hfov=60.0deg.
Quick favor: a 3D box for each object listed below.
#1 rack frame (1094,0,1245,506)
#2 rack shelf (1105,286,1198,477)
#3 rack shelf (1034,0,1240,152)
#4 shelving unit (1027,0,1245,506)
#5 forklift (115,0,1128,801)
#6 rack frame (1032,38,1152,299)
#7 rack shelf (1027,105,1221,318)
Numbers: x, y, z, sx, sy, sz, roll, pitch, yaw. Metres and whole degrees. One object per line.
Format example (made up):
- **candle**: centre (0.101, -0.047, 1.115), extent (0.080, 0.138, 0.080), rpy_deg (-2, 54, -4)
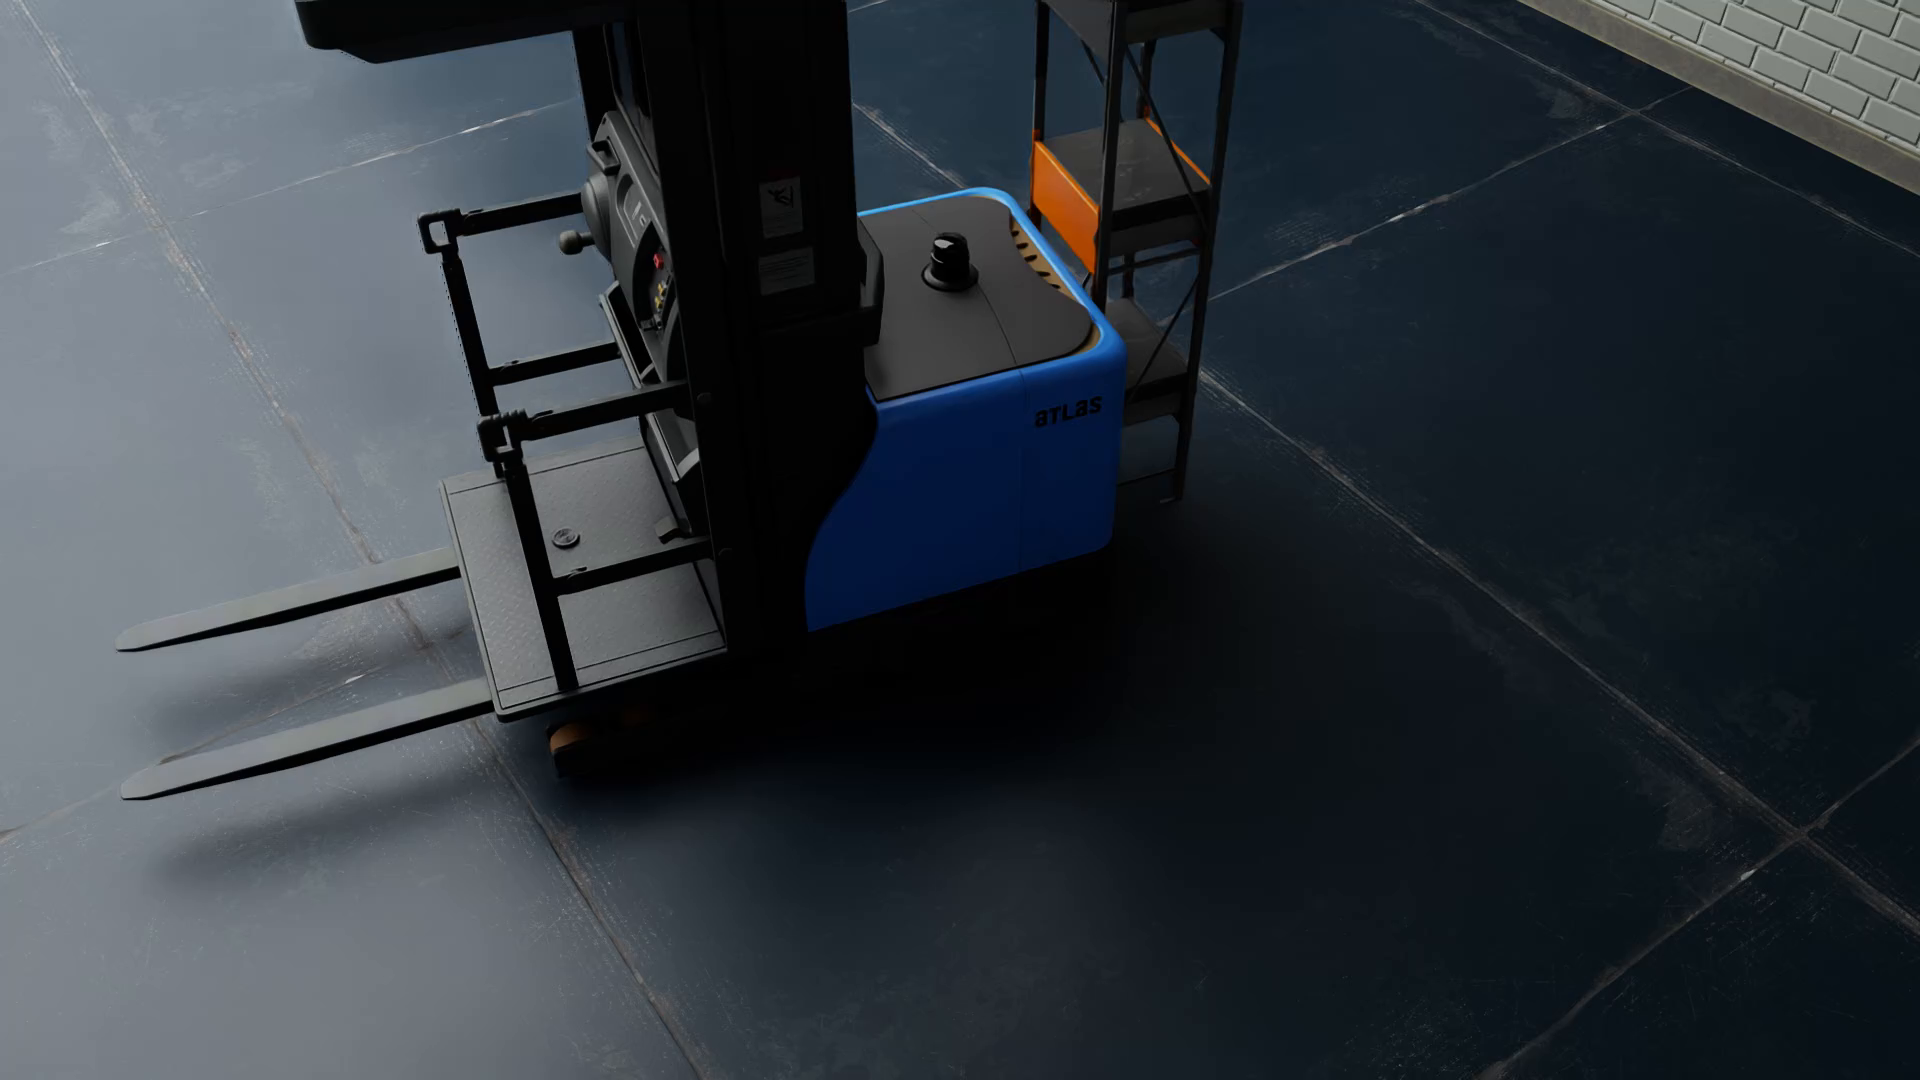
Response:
- **rack frame**: centre (0.602, -0.856, 5.126), extent (0.400, 2.100, 0.015), rpy_deg (-16, 46, -16)
- **rack shelf**: centre (0.509, -0.496, 5.782), extent (0.431, 0.518, 0.480), rpy_deg (-16, 46, -16)
- **rack shelf**: centre (0.509, -1.508, 4.815), extent (0.431, 0.518, 0.480), rpy_deg (-16, 46, -16)
- **shelving unit**: centre (0.509, -1.012, 5.289), extent (0.431, 2.100, 0.503), rpy_deg (-16, 46, -16)
- **forklift**: centre (-1.067, -0.769, 4.433), extent (3.031, 2.935, 1.130), rpy_deg (-15, 46, -15)
- **rack frame**: centre (0.415, -1.167, 5.452), extent (0.400, 2.100, 0.015), rpy_deg (-16, 46, -16)
- **rack shelf**: centre (0.509, -1.002, 5.299), extent (0.431, 0.518, 0.480), rpy_deg (-16, 46, -16)
